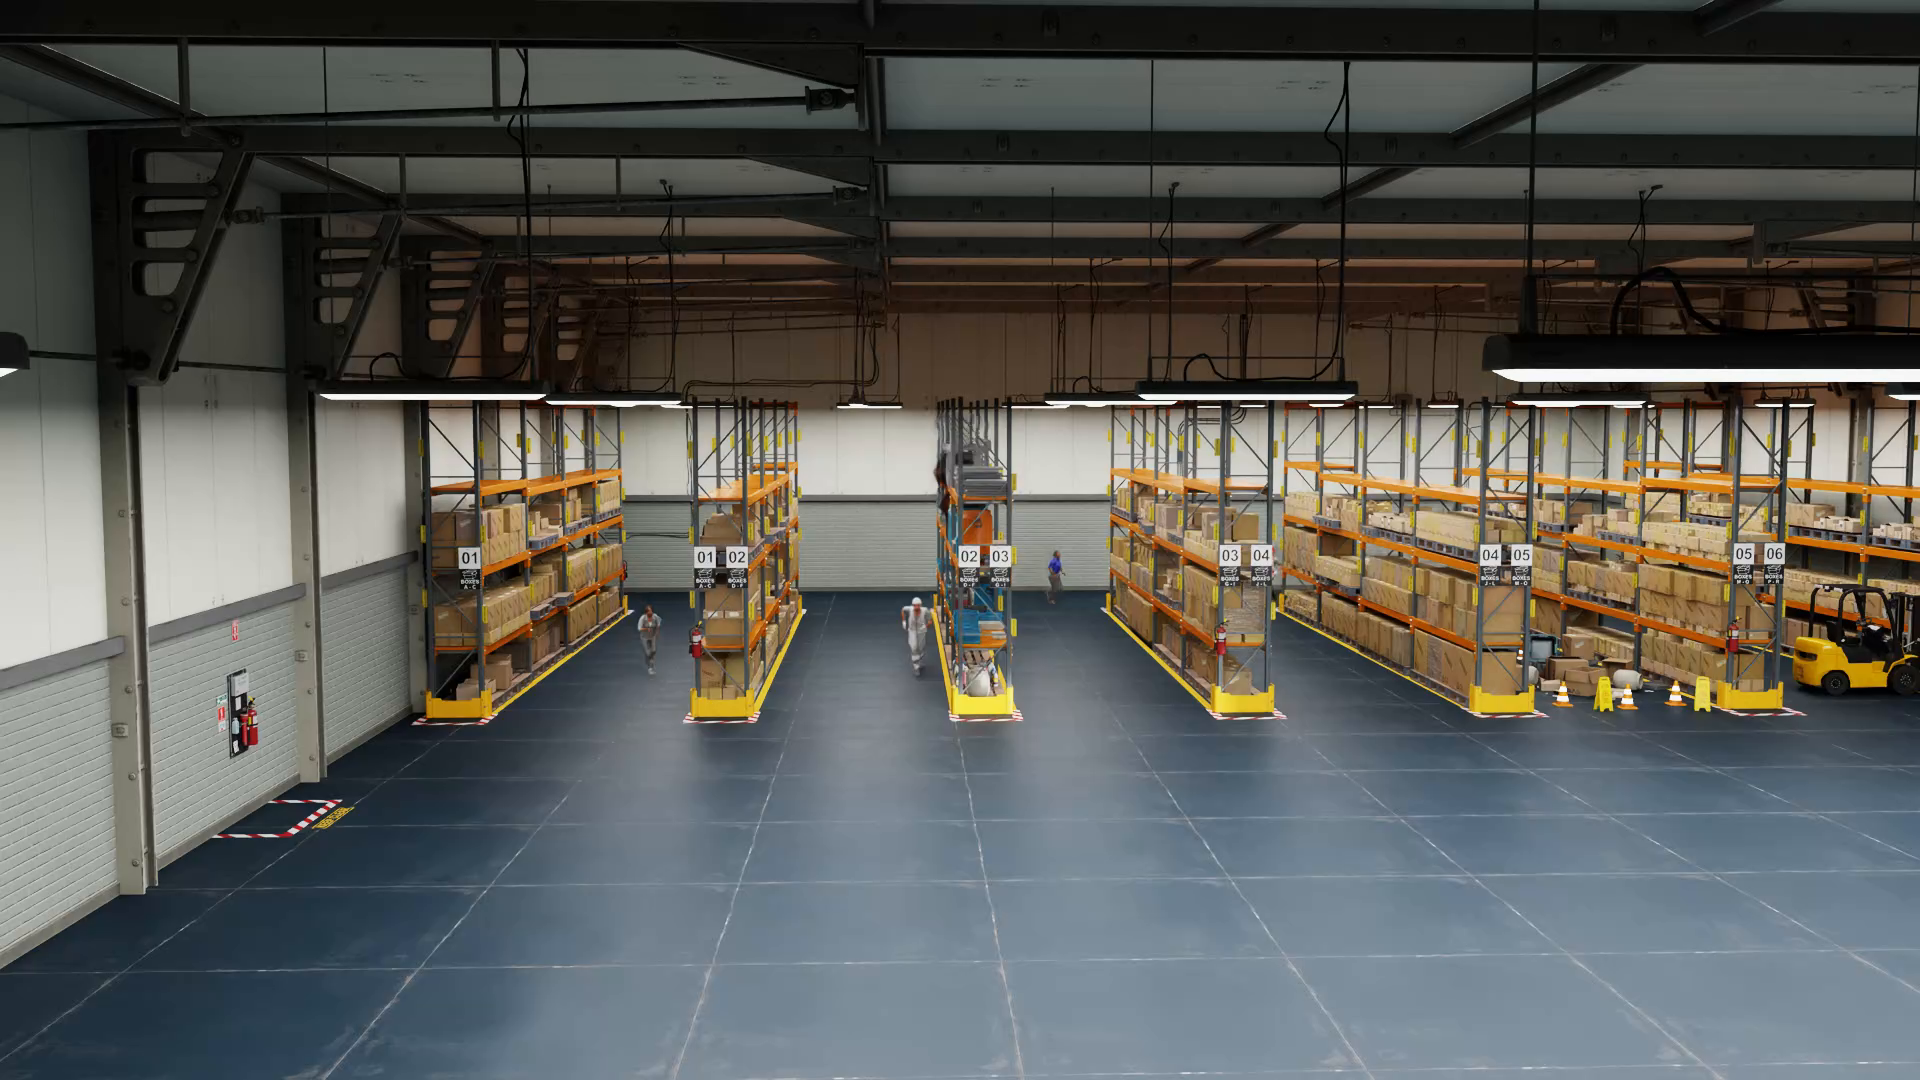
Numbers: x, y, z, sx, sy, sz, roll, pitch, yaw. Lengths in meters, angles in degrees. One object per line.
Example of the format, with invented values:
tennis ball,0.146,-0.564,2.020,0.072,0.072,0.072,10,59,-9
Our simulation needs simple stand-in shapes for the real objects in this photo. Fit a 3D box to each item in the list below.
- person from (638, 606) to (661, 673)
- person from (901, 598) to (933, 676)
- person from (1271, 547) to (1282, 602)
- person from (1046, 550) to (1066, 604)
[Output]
person,-6.742,2.171,36.175,0.527,1.525,0.698,-1,5,-17
person,-0.931,2.084,36.476,0.705,1.732,1.061,0,4,4
person,9.077,1.080,48.657,0.906,1.779,0.668,-2,5,-26
person,2.833,1.107,49.629,0.570,1.613,0.556,3,5,32
